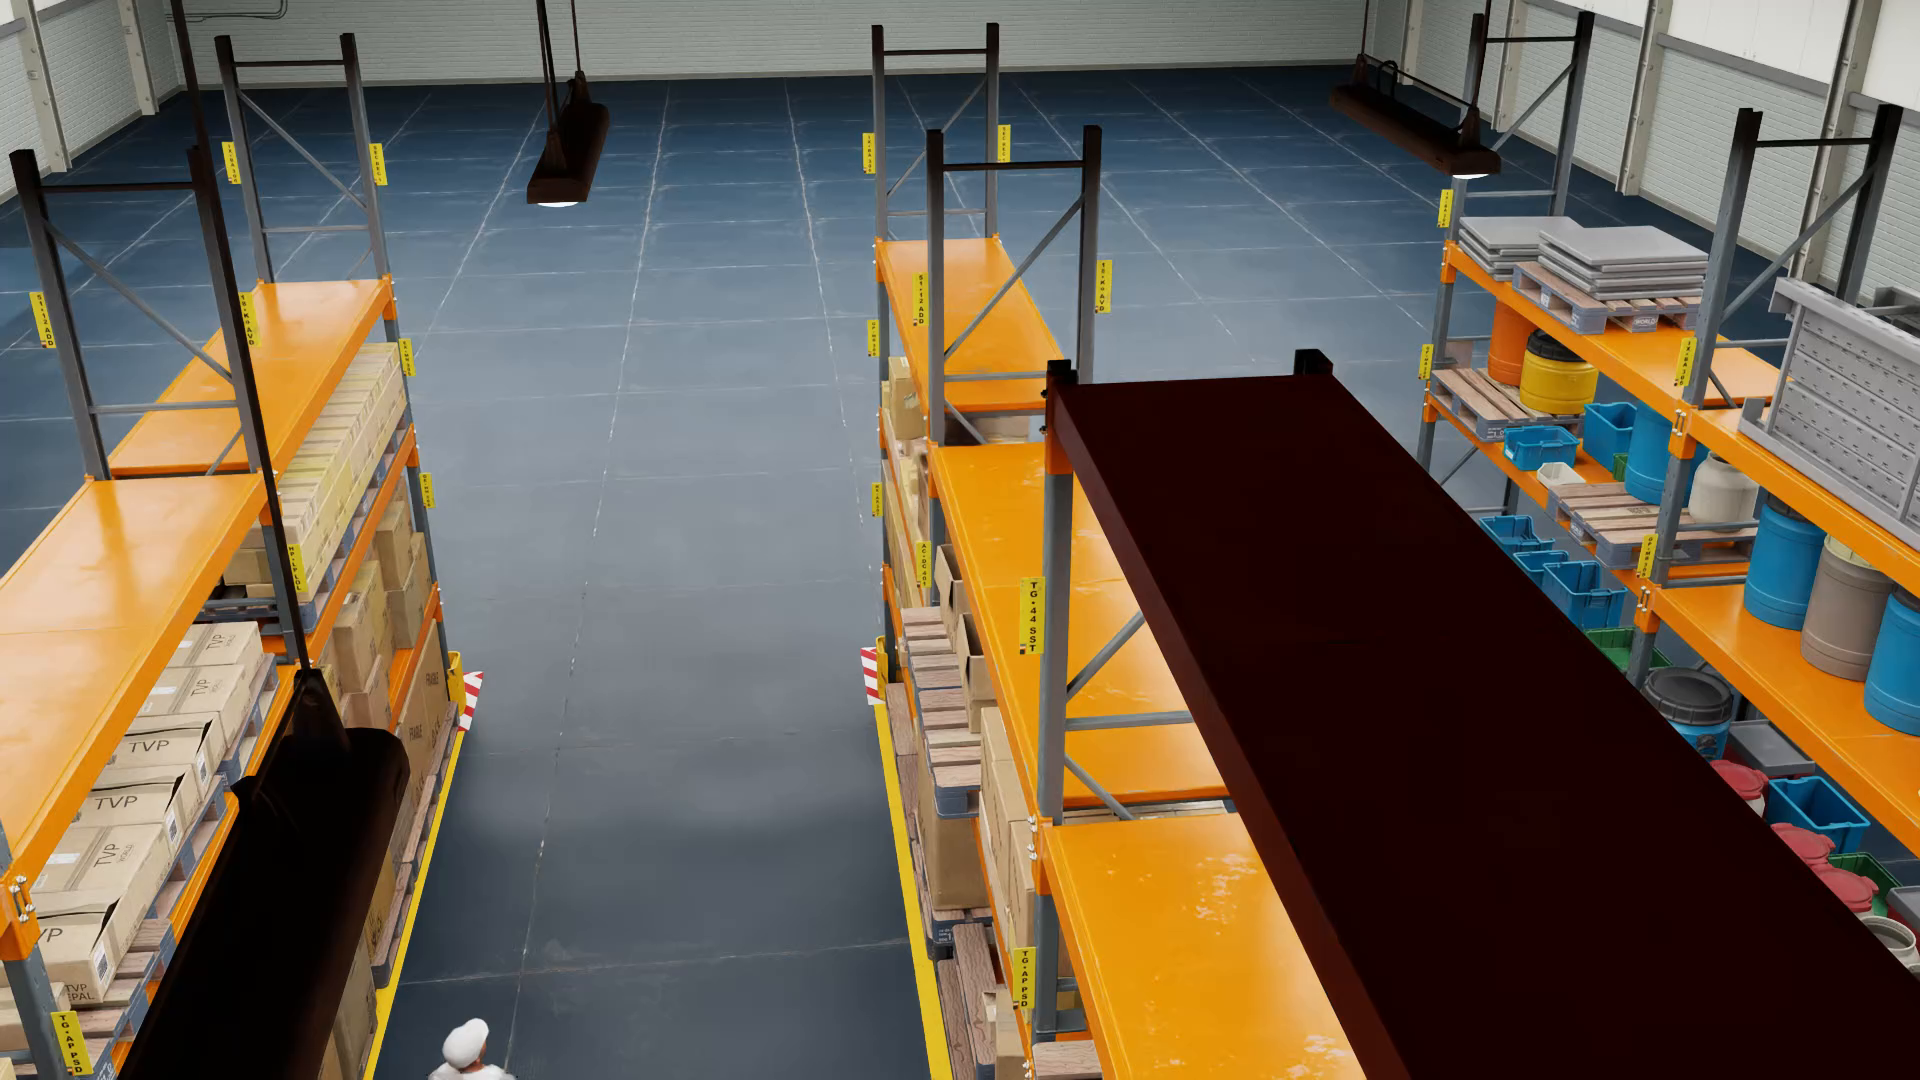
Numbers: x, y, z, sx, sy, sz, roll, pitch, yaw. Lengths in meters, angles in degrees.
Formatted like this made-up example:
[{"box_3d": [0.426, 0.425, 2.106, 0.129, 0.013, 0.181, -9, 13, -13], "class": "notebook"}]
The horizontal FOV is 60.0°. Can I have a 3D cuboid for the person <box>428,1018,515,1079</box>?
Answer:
[{"box_3d": [-2.633, 3.344, 9.437, 0.662, 1.733, 0.975, -4, 26, -8], "class": "person"}]
